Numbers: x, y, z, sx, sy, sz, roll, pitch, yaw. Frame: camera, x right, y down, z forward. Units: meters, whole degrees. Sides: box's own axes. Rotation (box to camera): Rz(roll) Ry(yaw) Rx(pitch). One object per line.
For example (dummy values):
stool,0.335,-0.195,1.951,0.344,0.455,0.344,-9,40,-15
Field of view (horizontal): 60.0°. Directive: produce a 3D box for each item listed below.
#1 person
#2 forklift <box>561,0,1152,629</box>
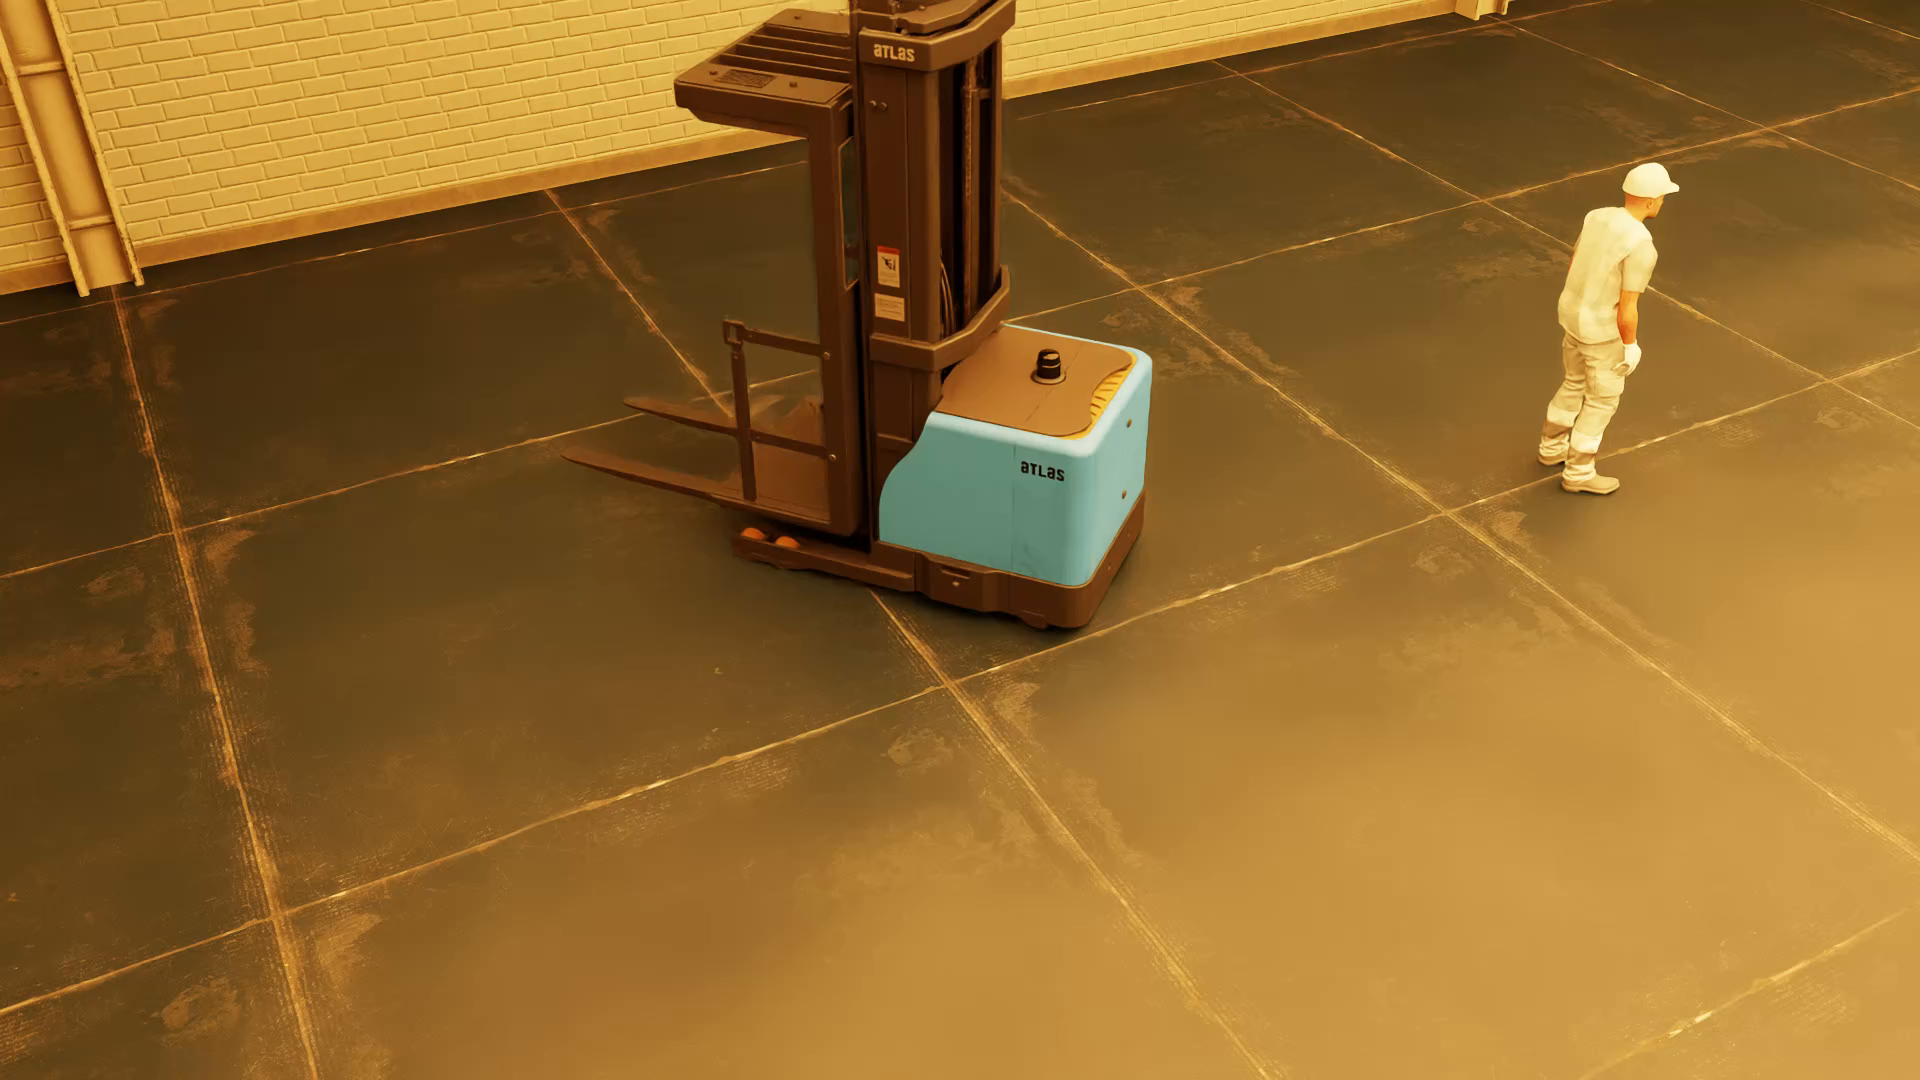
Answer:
person,3.364,-1.109,8.695,0.453,1.777,0.607,-7,36,-9
forklift,-0.616,-1.313,7.980,3.031,2.935,1.130,13,37,18
